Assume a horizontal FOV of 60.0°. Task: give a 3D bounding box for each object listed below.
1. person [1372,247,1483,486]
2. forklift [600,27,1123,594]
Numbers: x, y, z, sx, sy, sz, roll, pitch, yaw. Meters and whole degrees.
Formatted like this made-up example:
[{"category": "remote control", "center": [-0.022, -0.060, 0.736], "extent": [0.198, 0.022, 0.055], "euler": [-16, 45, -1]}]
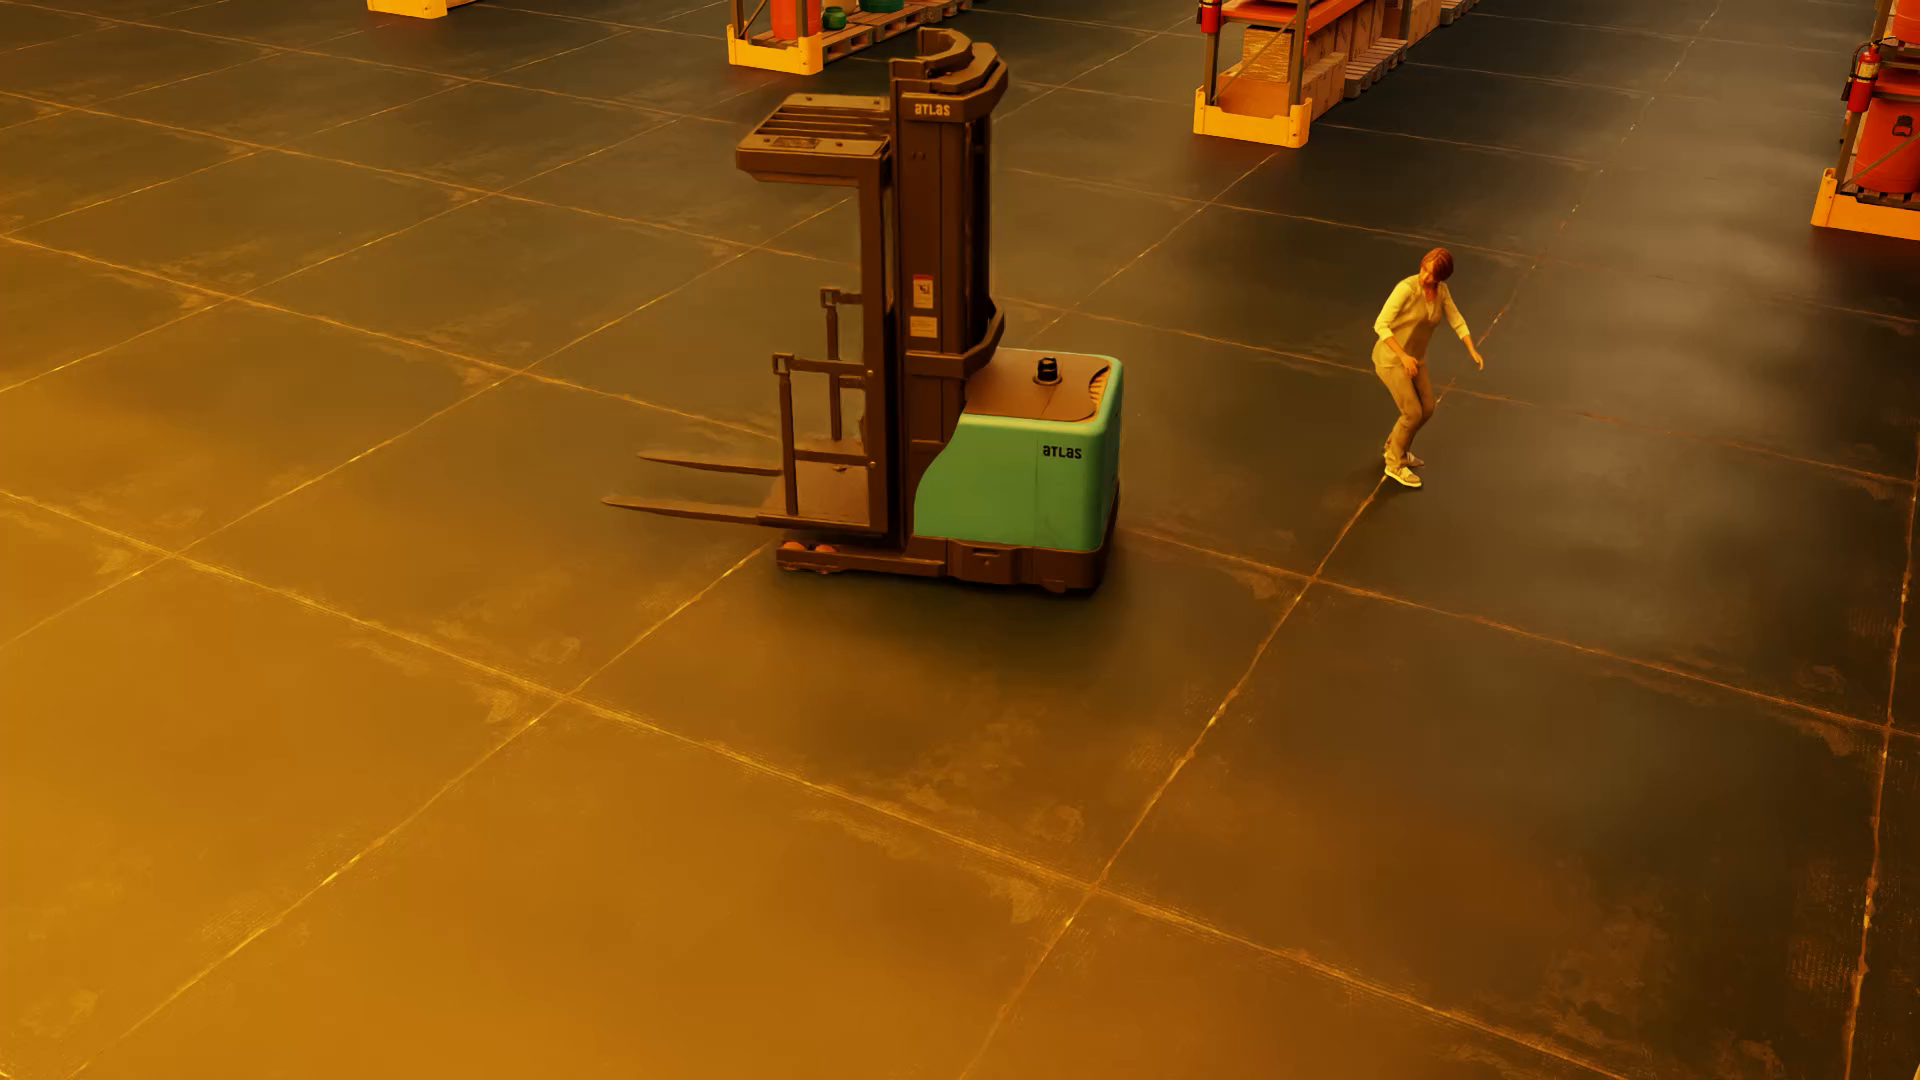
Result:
[{"category": "person", "center": [2.874, -1.069, 10.365], "extent": [0.657, 1.549, 0.570], "euler": [-21, 36, -32]}, {"category": "forklift", "center": [-0.606, -1.323, 9.363], "extent": [3.031, 2.935, 1.130], "euler": [6, 30, 10]}]
